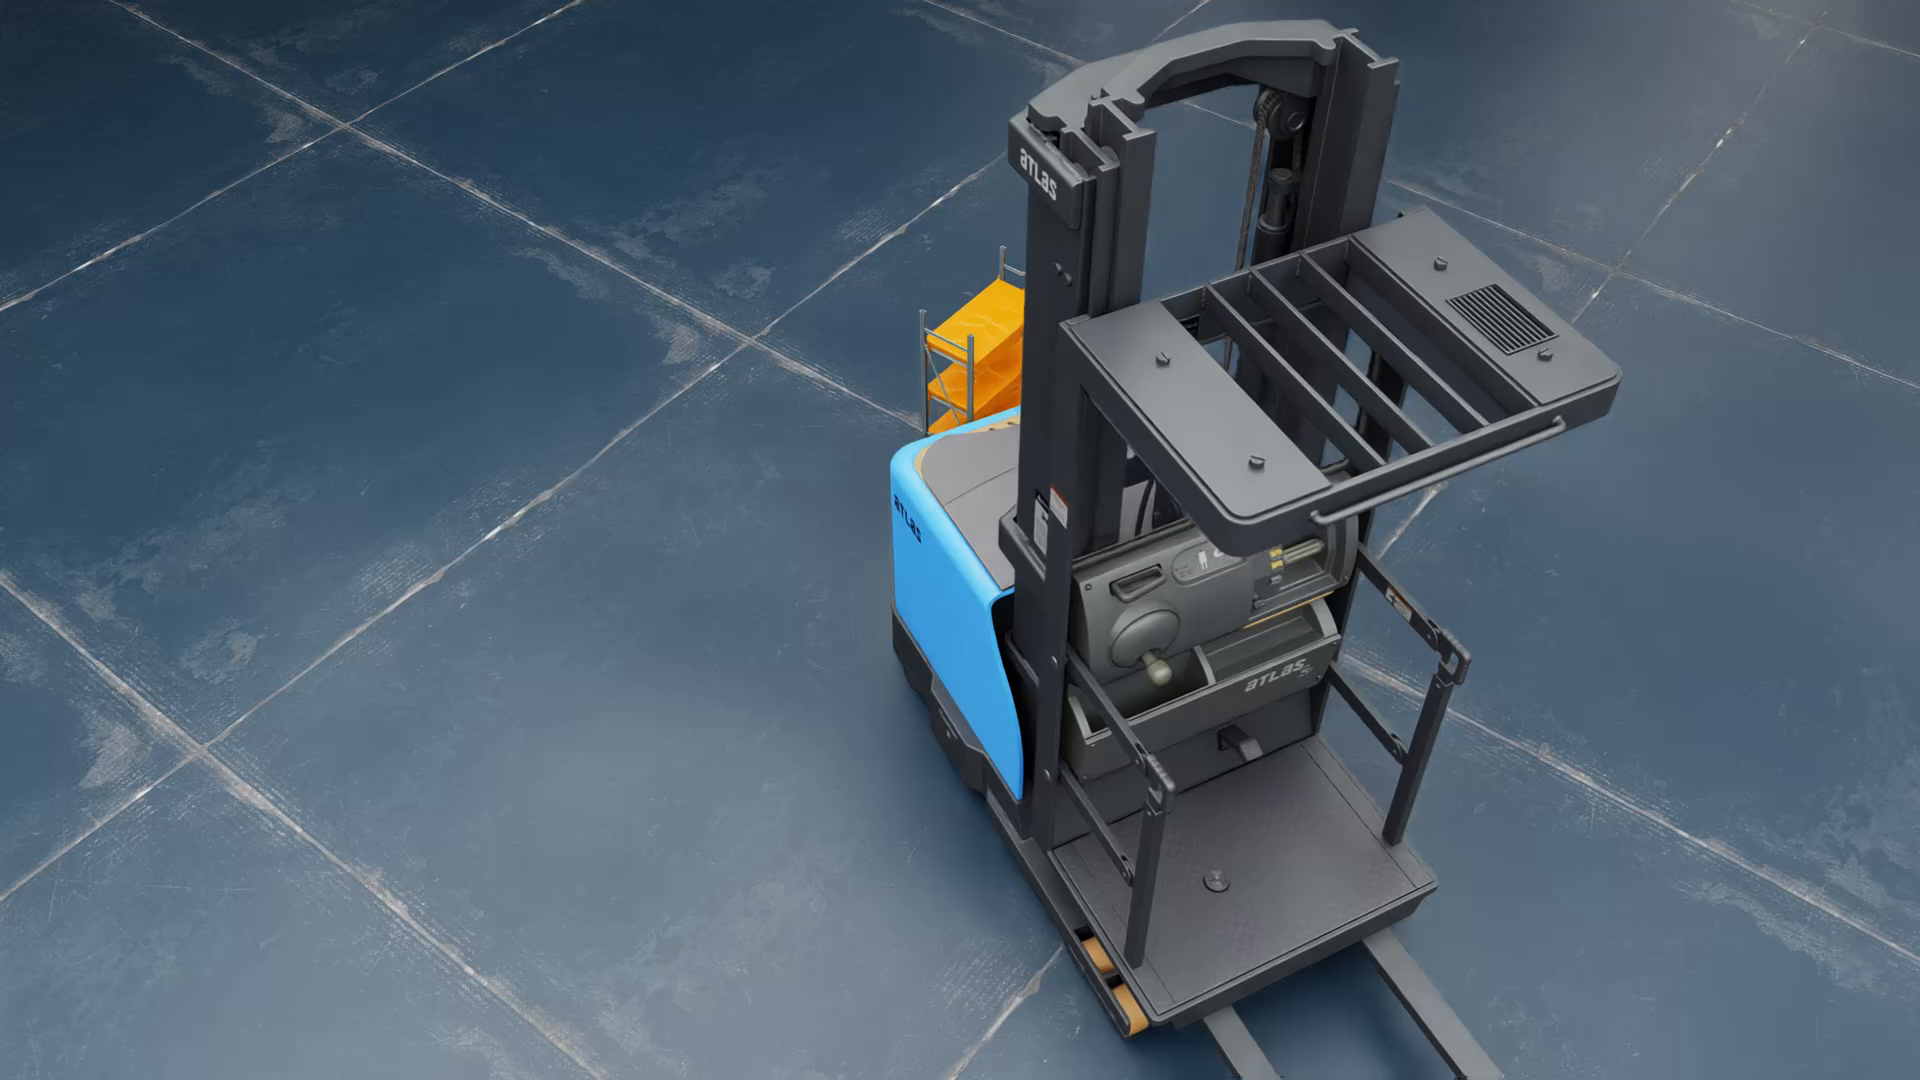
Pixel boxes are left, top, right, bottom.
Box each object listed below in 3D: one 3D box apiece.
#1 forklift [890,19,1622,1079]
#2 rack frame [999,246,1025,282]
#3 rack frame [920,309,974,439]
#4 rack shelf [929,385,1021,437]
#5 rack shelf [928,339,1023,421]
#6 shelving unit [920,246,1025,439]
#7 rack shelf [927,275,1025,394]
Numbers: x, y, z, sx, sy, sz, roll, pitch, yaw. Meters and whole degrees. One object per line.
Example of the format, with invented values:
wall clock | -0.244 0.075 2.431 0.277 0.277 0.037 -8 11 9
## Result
forklift | 0.857 0.211 4.686 1.130 2.935 3.031 -20 50 -18
rack frame | 0.250 -0.649 6.705 0.240 1.200 0.015 29 53 25
rack frame | -0.048 -0.370 6.438 0.240 1.200 0.015 29 53 25
rack shelf | 0.101 -0.463 6.620 0.258 0.148 0.480 29 53 25
rack shelf | 0.101 -0.617 6.458 0.258 0.148 0.480 29 53 25
shelving unit | 0.101 -0.509 6.571 0.258 1.200 0.503 29 53 25
rack shelf | 0.101 -0.781 6.287 0.258 0.148 0.480 29 53 25
